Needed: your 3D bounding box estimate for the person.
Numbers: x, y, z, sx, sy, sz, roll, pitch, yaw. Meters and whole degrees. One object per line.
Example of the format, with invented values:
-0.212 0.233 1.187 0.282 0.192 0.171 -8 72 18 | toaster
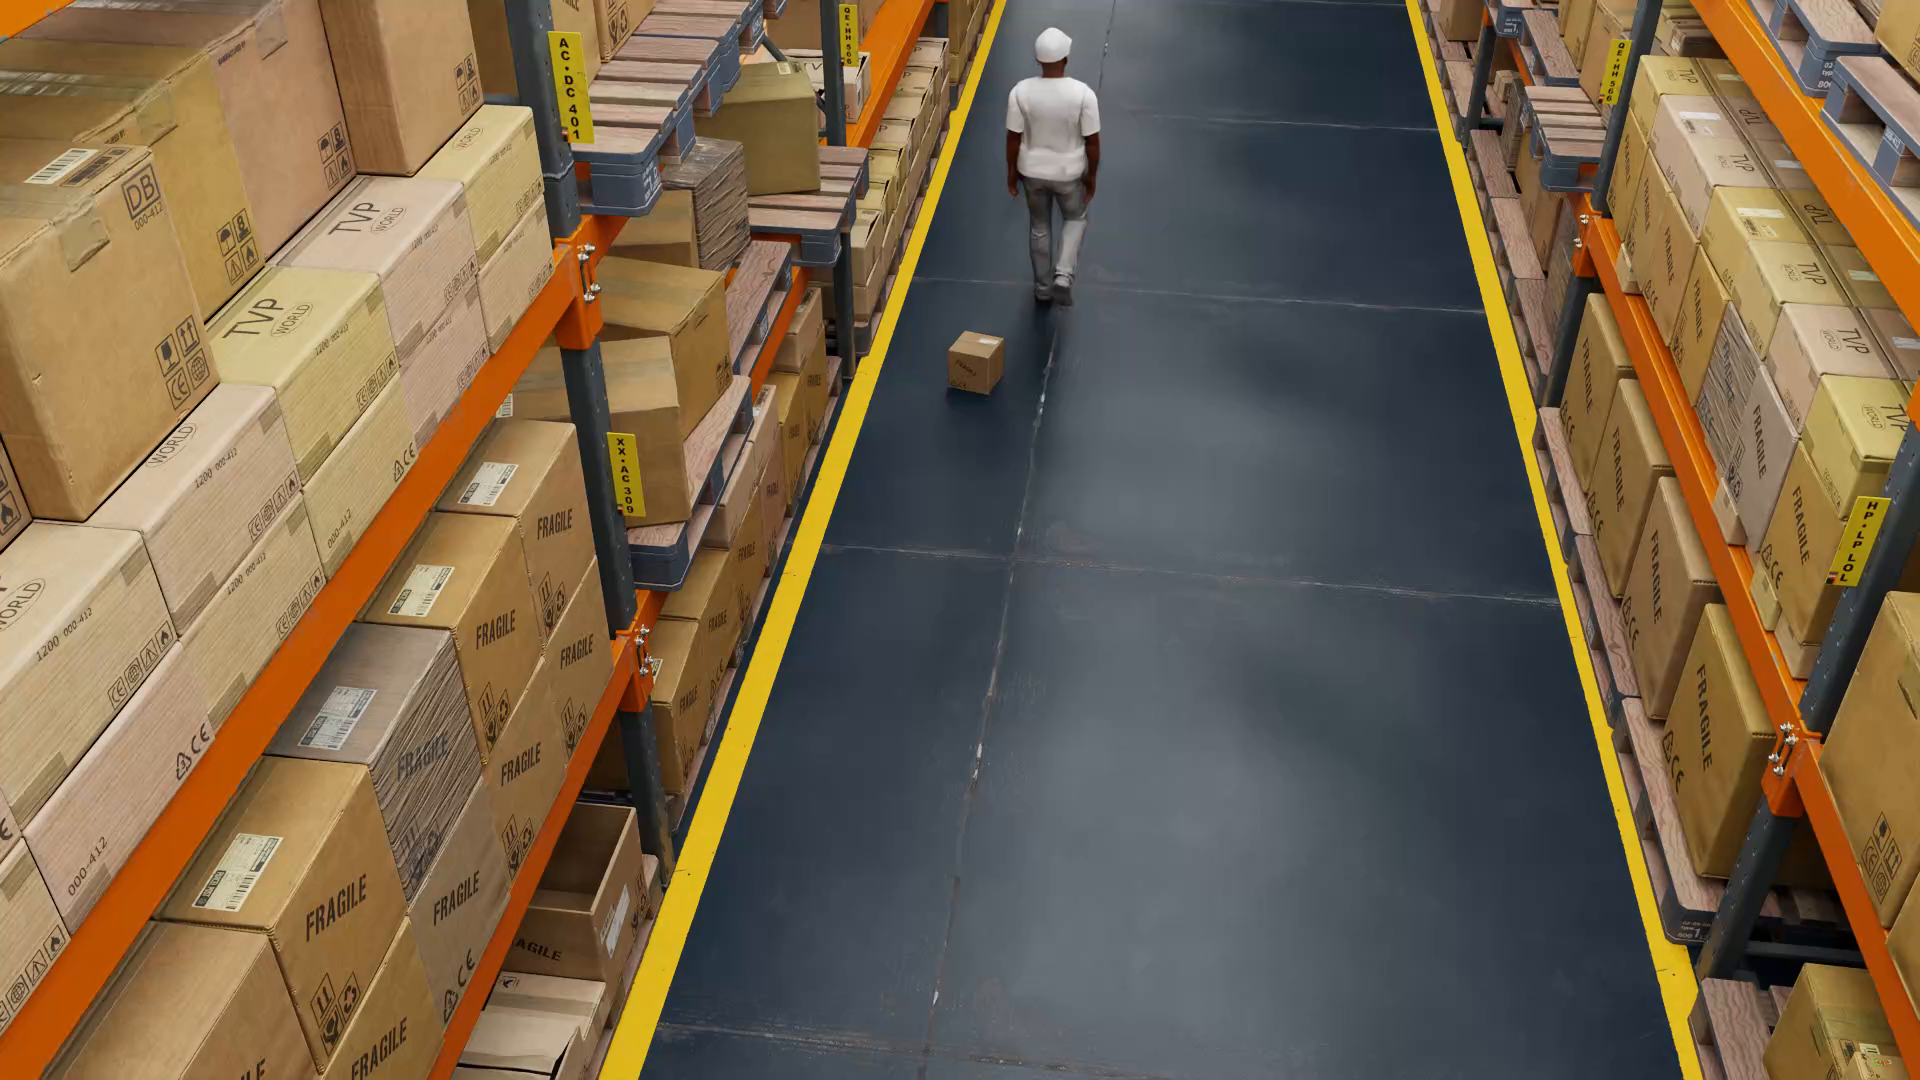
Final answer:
0.560 -2.230 10.067 0.569 1.755 0.601 6 36 8 | person
